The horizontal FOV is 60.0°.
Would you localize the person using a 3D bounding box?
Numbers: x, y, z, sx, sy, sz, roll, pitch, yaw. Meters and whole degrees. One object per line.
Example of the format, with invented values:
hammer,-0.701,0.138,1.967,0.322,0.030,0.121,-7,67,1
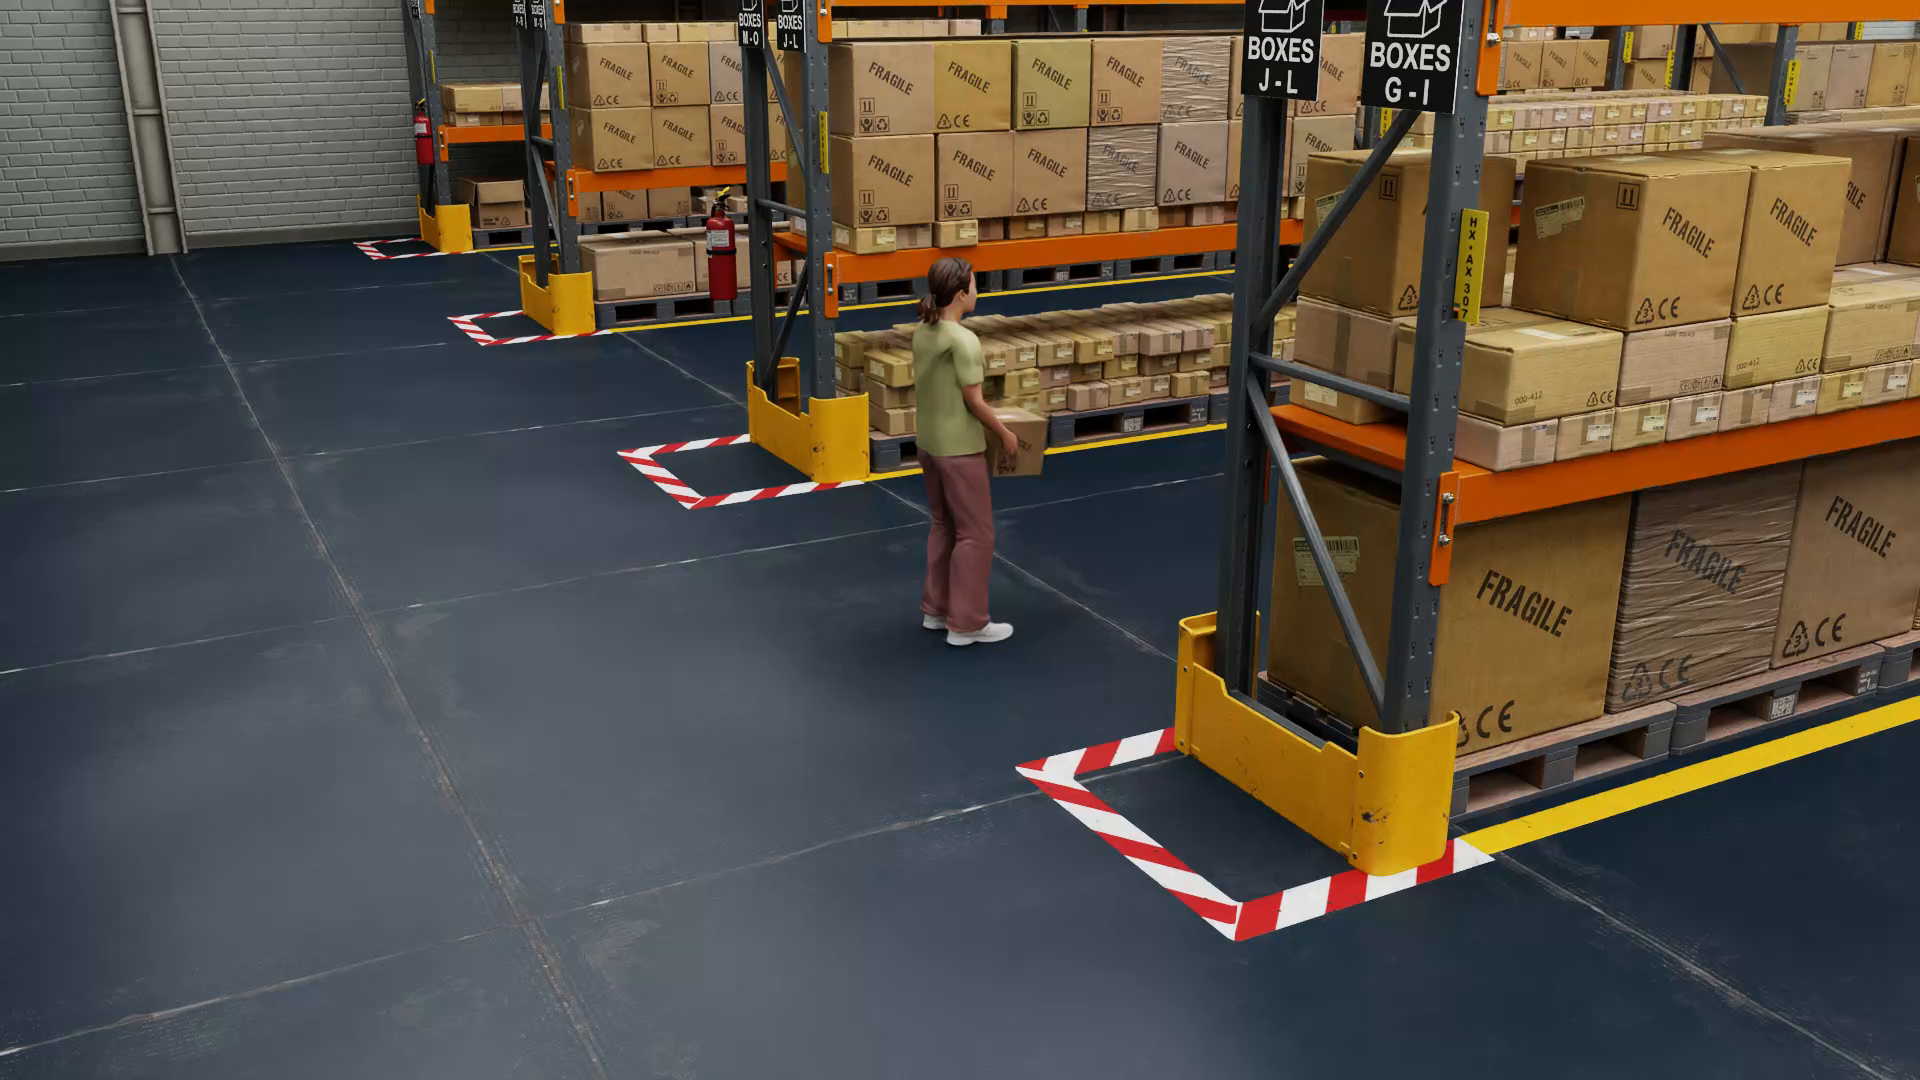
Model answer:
person,0.006,-0.390,7.222,0.435,1.675,0.468,-10,21,-27
